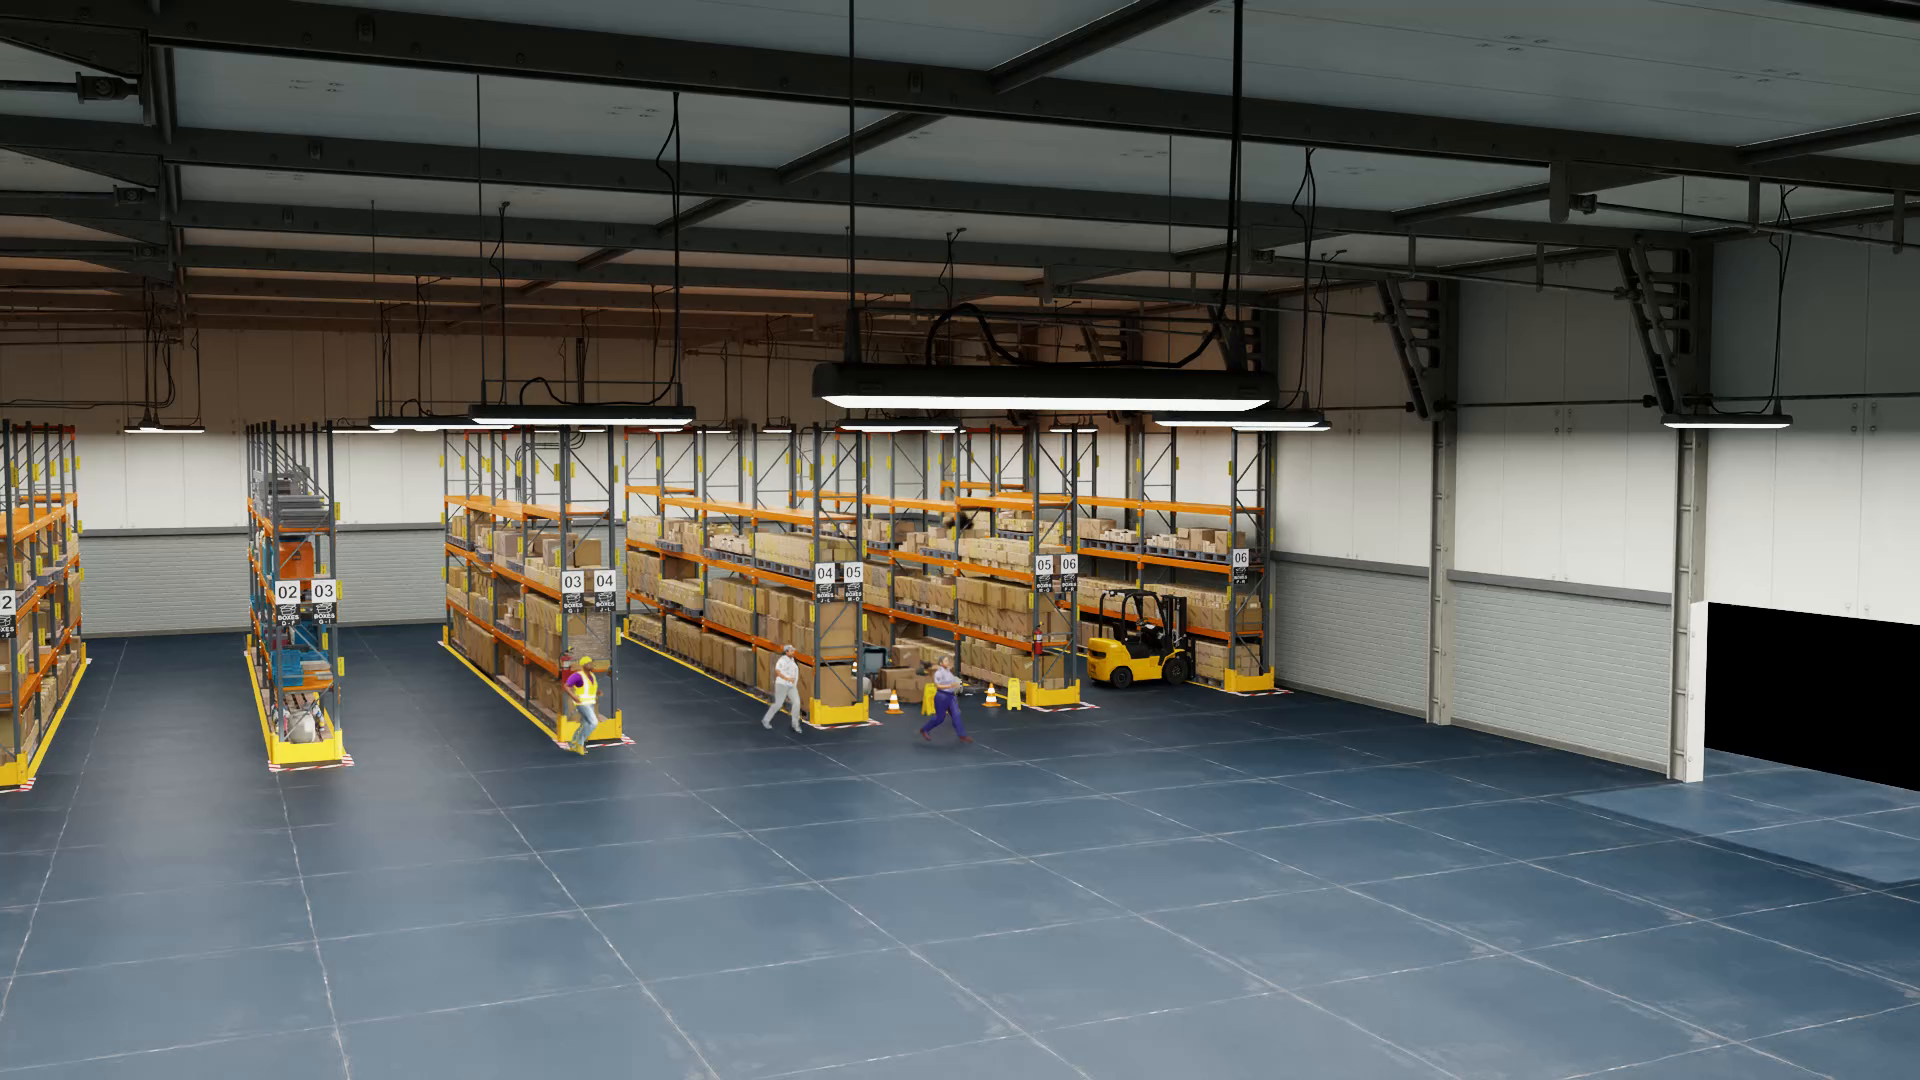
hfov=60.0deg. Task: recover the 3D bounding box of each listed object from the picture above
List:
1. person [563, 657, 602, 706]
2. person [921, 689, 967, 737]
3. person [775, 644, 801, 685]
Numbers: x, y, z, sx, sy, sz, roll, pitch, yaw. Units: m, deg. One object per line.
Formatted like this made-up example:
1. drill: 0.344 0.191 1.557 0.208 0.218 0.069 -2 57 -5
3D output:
1. person: -6.724 2.533 29.919 0.543 0.874 0.725 1 4 18
2. person: -0.287 3.214 30.928 0.857 0.917 0.412 2 4 28
3. person: -3.354 2.471 32.392 0.517 0.865 0.660 2 4 31
